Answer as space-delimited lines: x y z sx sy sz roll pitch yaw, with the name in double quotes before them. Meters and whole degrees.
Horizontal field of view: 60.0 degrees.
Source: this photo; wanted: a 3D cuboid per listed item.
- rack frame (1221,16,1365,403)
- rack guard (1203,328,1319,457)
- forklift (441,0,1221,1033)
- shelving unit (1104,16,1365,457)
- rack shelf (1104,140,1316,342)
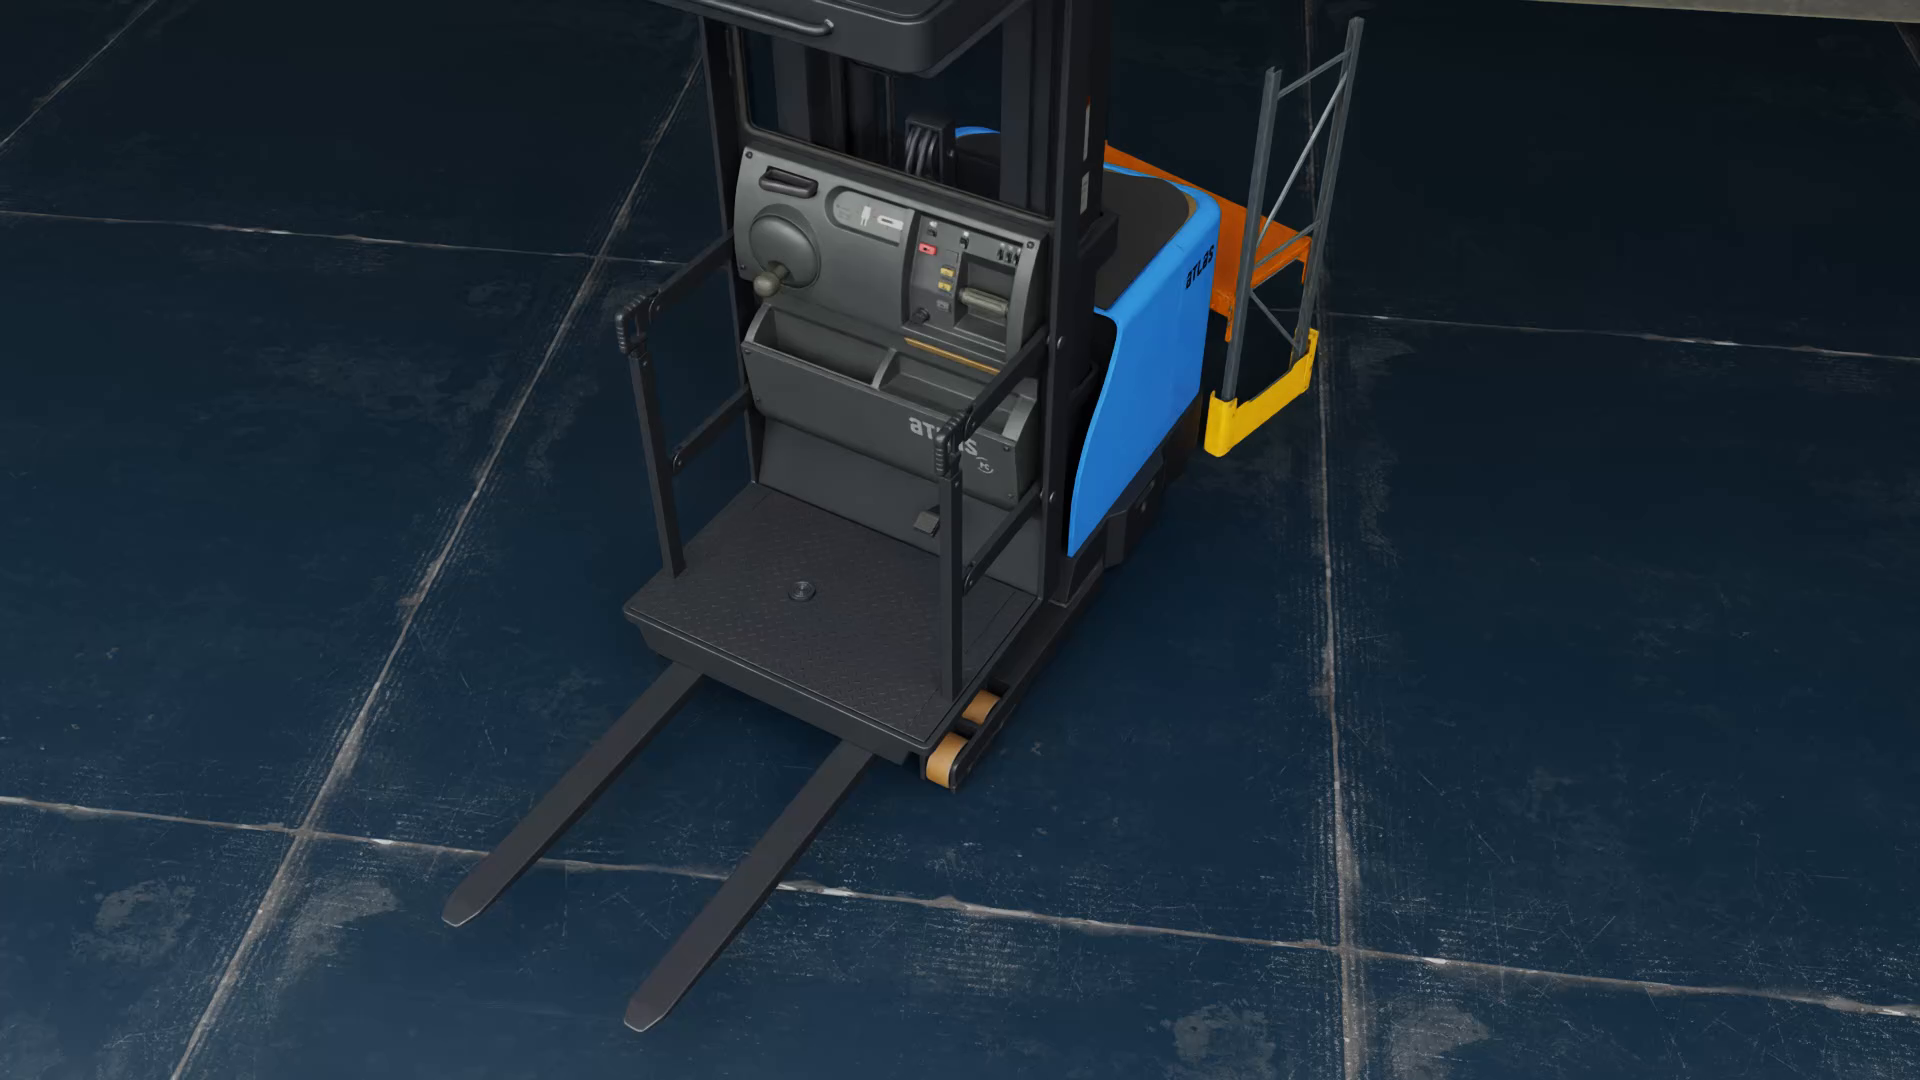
"rack frame" 1.117 -1.008 5.724 0.032 1.500 0.500 33 52 30
"rack guard" 1.116 -0.555 6.154 0.087 0.250 0.587 33 52 30
"forklift" -0.317 -0.691 4.348 1.130 2.935 3.031 22 48 21
"shelving unit" 0.752 -1.243 5.972 1.083 1.500 0.587 33 52 30
"rack shelf" 0.746 -1.117 6.100 1.000 0.185 0.538 33 52 30
